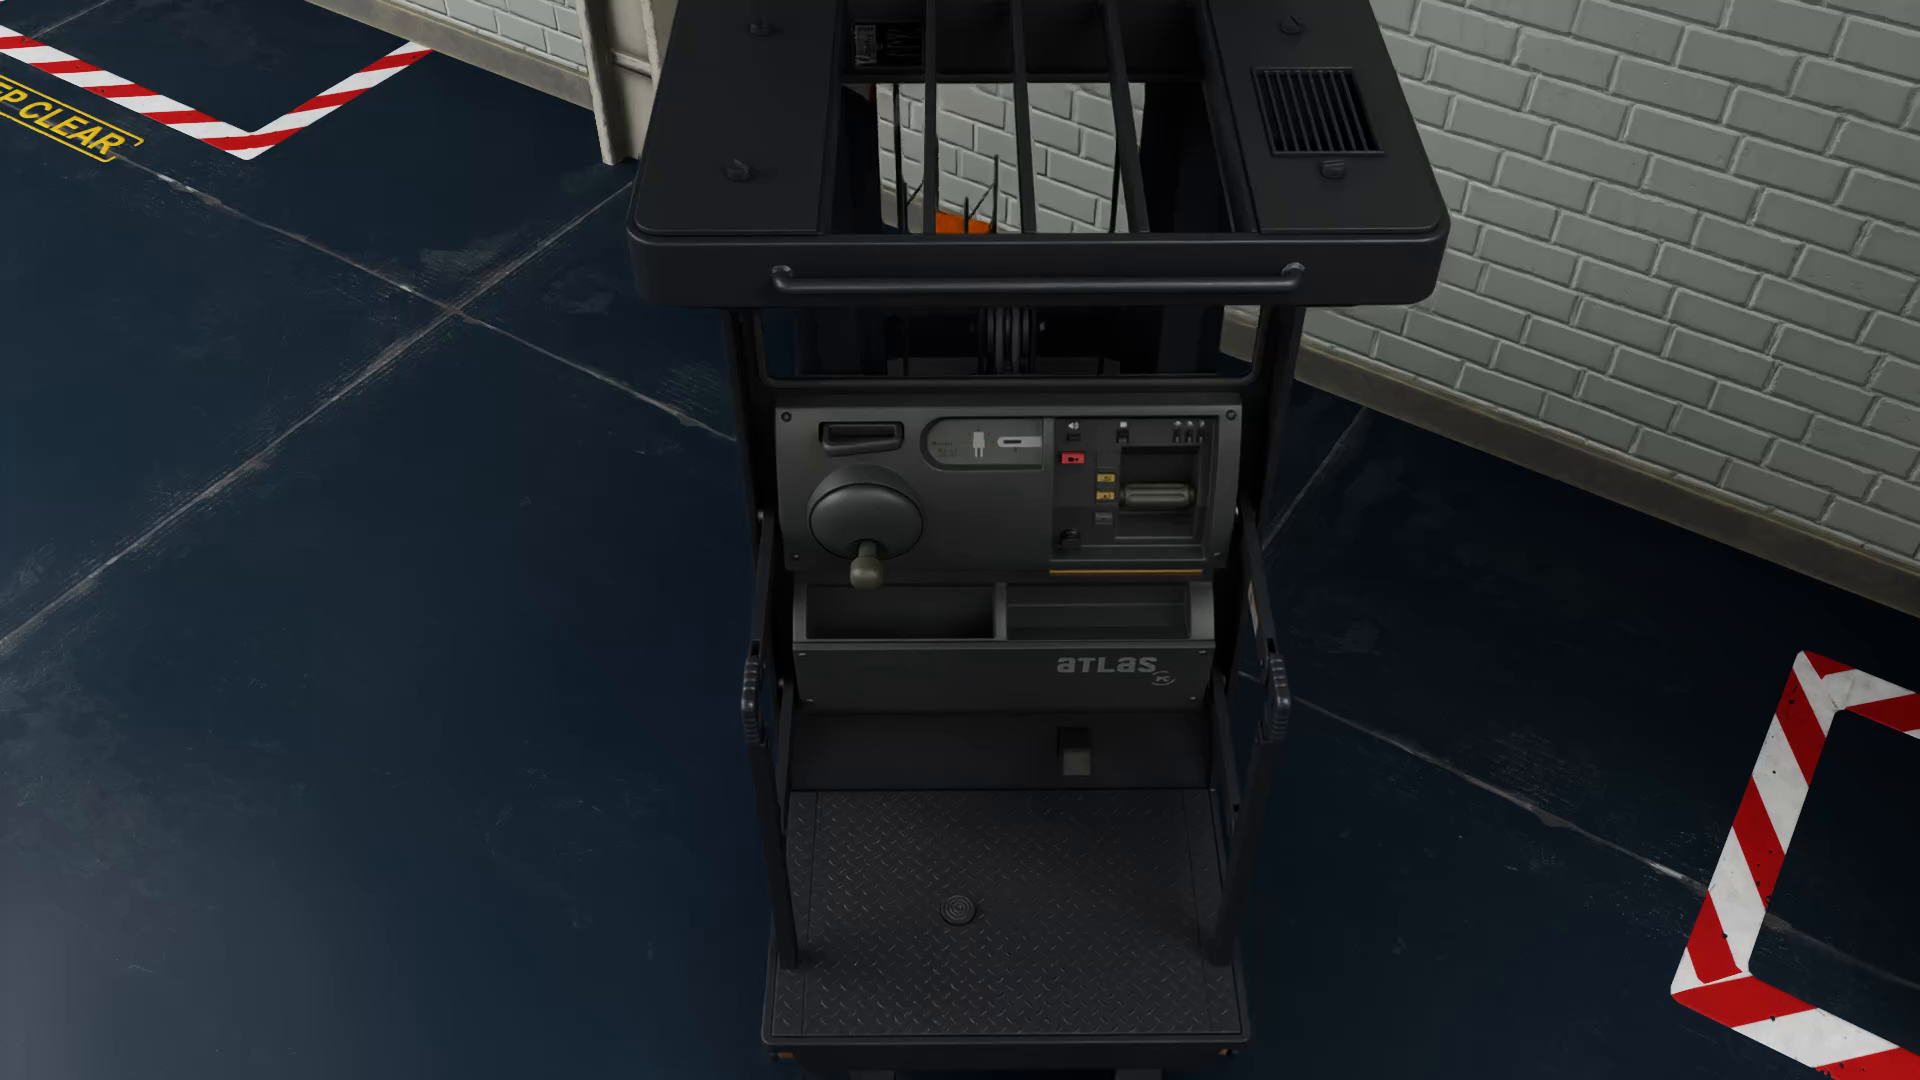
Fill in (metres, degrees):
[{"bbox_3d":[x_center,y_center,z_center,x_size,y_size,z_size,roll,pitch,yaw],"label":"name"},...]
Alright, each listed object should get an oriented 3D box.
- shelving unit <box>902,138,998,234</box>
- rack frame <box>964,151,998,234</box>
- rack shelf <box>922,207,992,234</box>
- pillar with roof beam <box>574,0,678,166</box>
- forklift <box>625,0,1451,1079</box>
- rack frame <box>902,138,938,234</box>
[{"bbox_3d":[-0.026,-0.609,5.005,0.189,1.200,0.258,16,48,15],"label":"shelving unit"},{"bbox_3d":[0.058,-0.584,4.981,0.006,1.200,0.240,16,48,15],"label":"rack frame"},{"bbox_3d":[-0.026,-0.829,4.779,0.180,0.103,0.258,16,48,15],"label":"rack shelf"},{"bbox_3d":[-3.526,-2.087,1.003,0.400,9.000,9.100,25,51,22],"label":"pillar with roof beam"},{"bbox_3d":[0.101,-0.003,3.209,1.130,2.935,3.031,0,46,0],"label":"forklift"},{"bbox_3d":[-0.111,-0.634,5.029,0.006,1.200,0.240,16,48,15],"label":"rack frame"}]
